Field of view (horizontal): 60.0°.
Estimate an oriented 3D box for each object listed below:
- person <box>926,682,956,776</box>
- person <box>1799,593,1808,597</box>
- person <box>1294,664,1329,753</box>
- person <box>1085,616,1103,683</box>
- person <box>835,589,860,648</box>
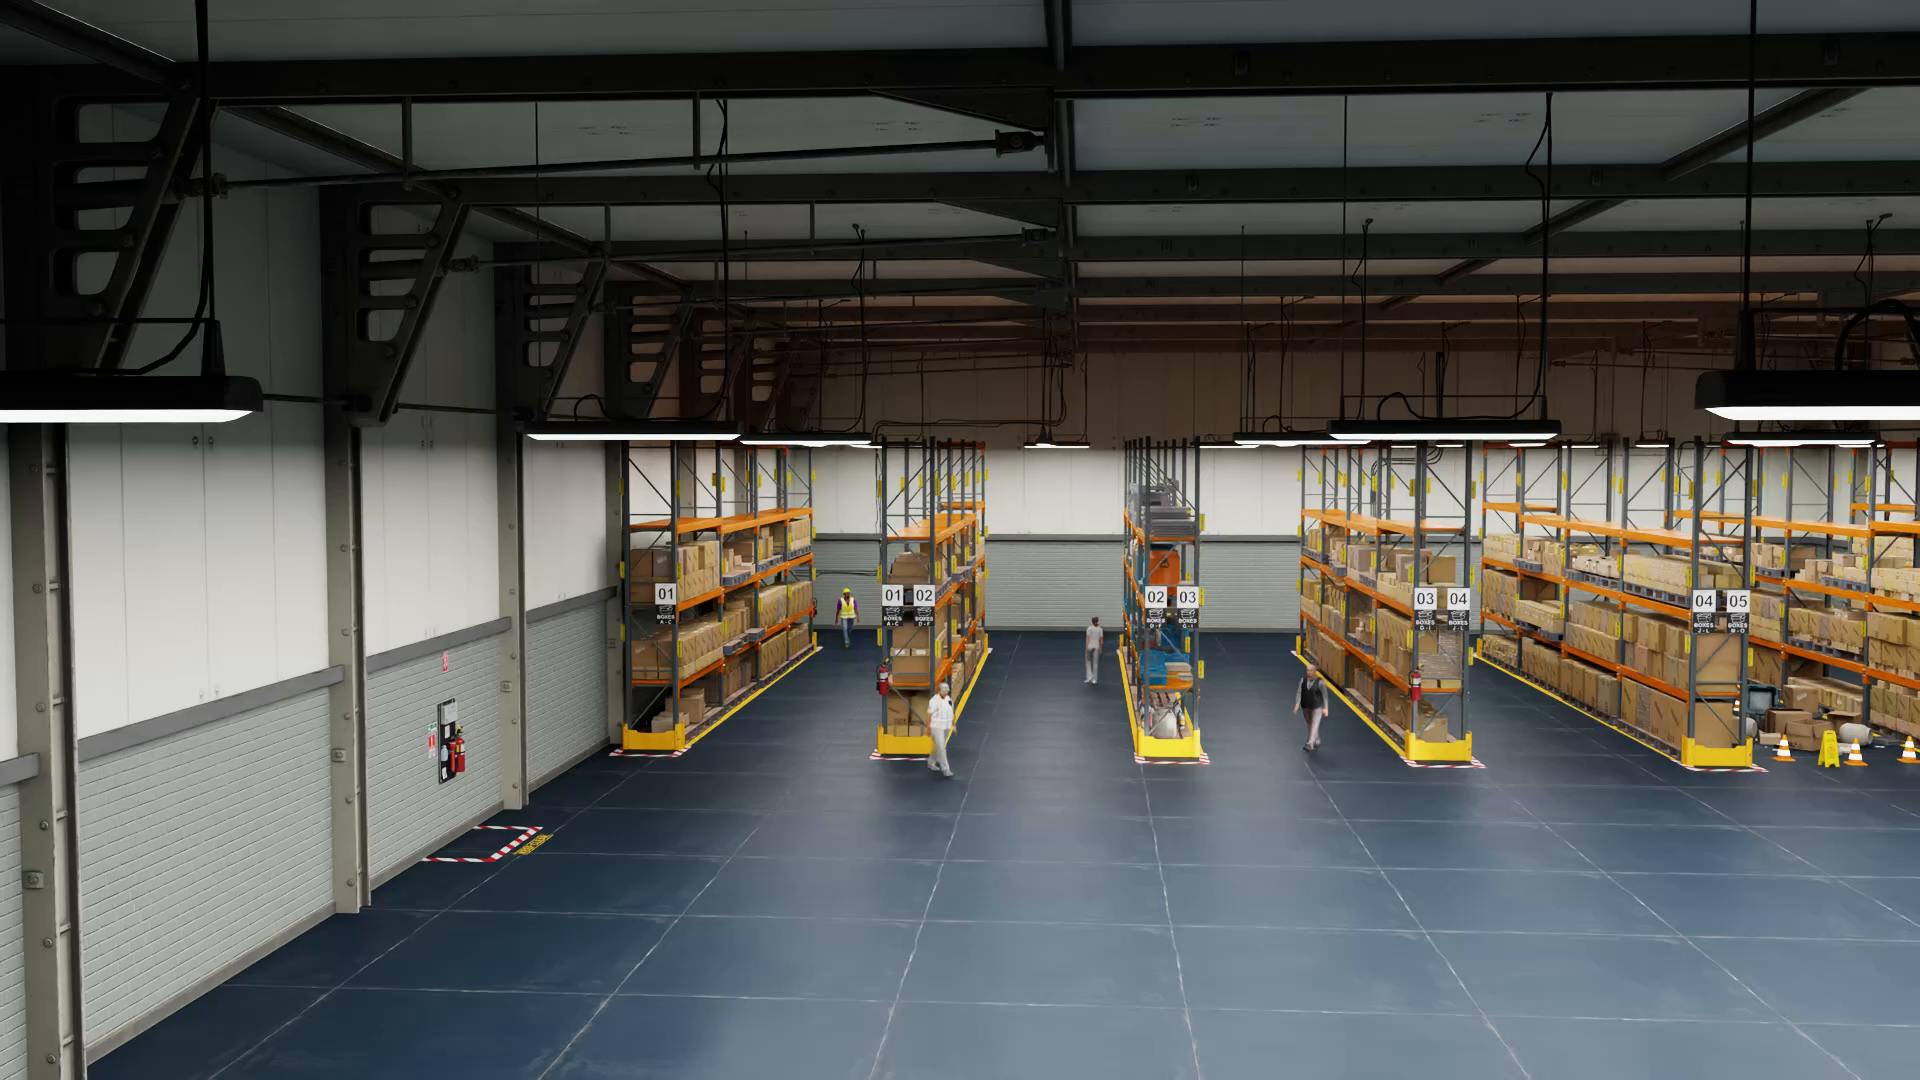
[{"bbox_3d":[-0.311,3.320,29.383,0.530,1.608,0.988,-3,4,-44],"label":"person"},{"bbox_3d":[23.759,2.354,46.830,1.068,1.712,0.559,0,3,0],"label":"person"},{"bbox_3d":[6.613,3.184,31.466,0.562,1.661,1.079,3,4,41],"label":"person"},{"bbox_3d":[3.311,2.725,40.990,0.452,1.714,0.595,0,3,-2],"label":"person"},{"bbox_3d":[-3.265,2.263,48.319,0.661,1.702,1.073,-1,3,-15],"label":"person"}]
